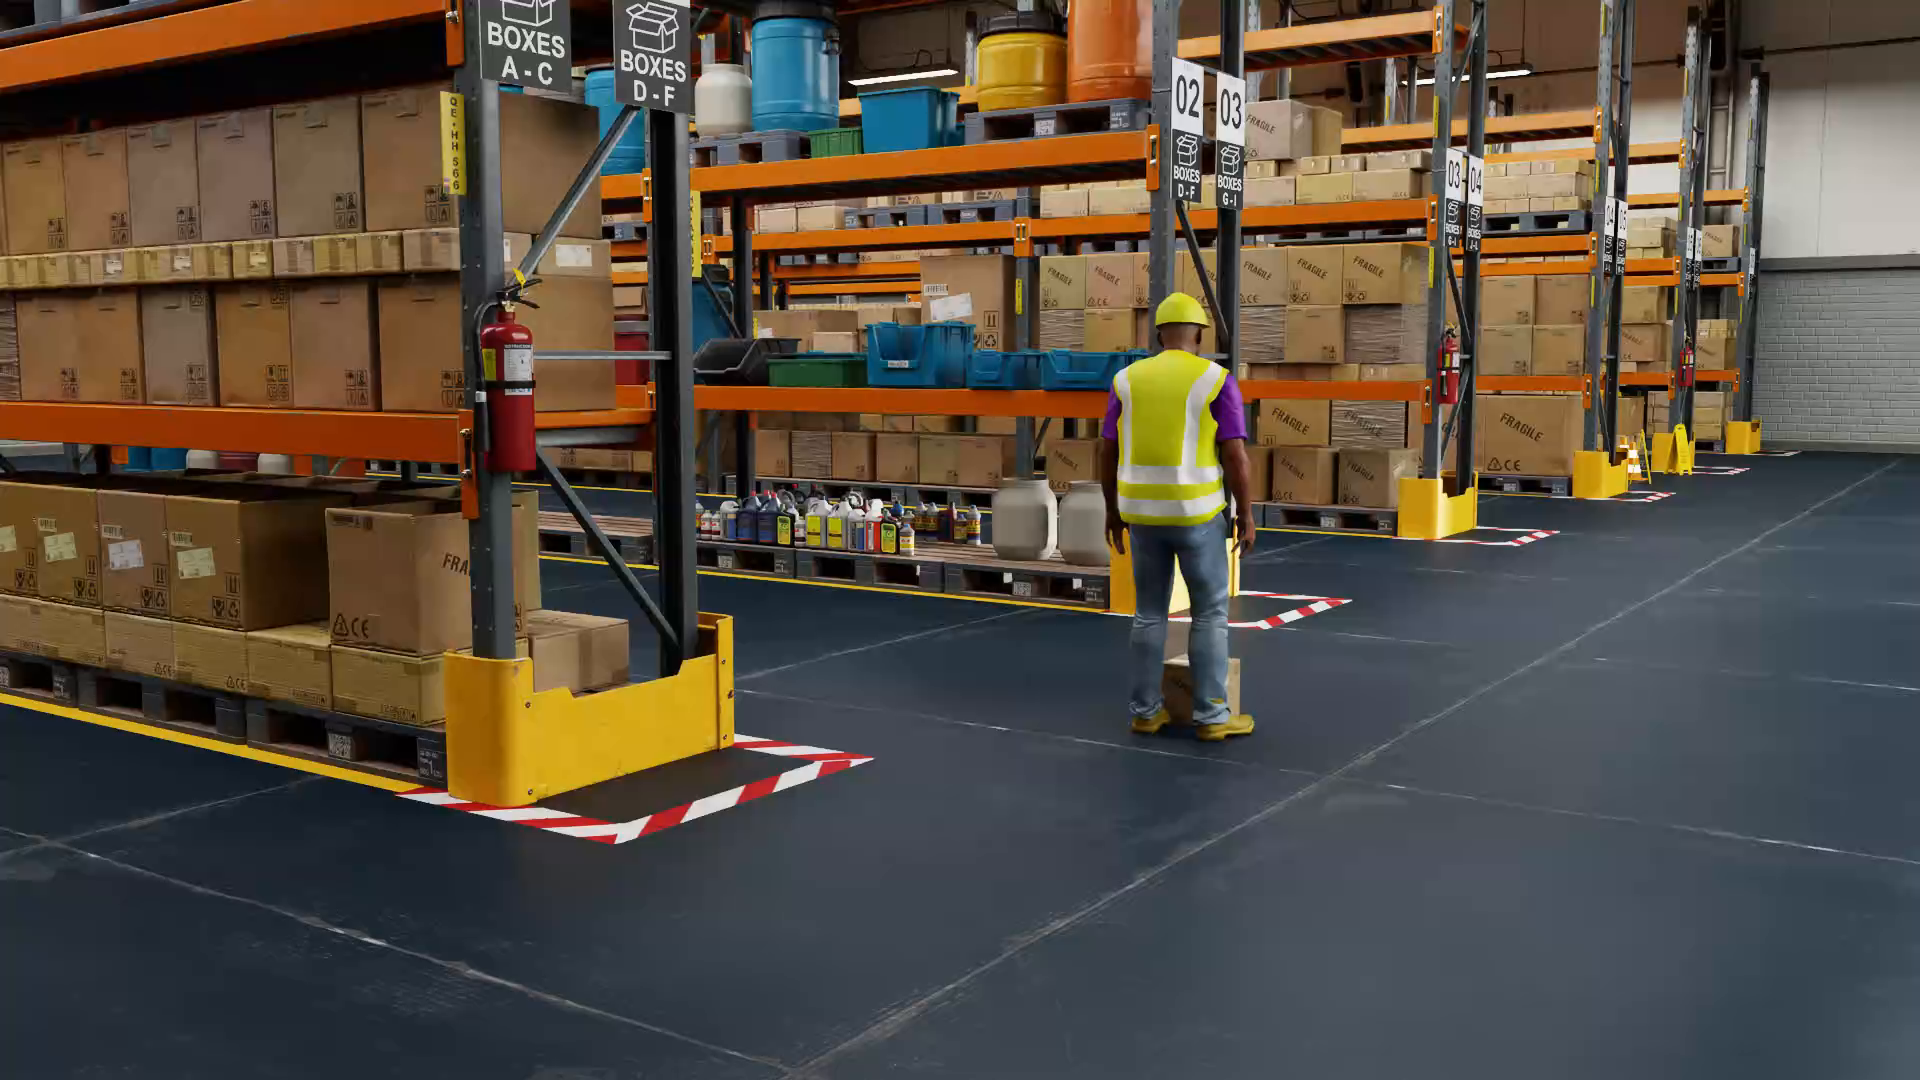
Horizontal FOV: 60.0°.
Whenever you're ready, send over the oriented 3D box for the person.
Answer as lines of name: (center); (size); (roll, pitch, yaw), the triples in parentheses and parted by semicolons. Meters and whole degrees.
person: (0.869, -0.103, 6.643); (0.634, 1.760, 0.458); (4, 7, 30)
